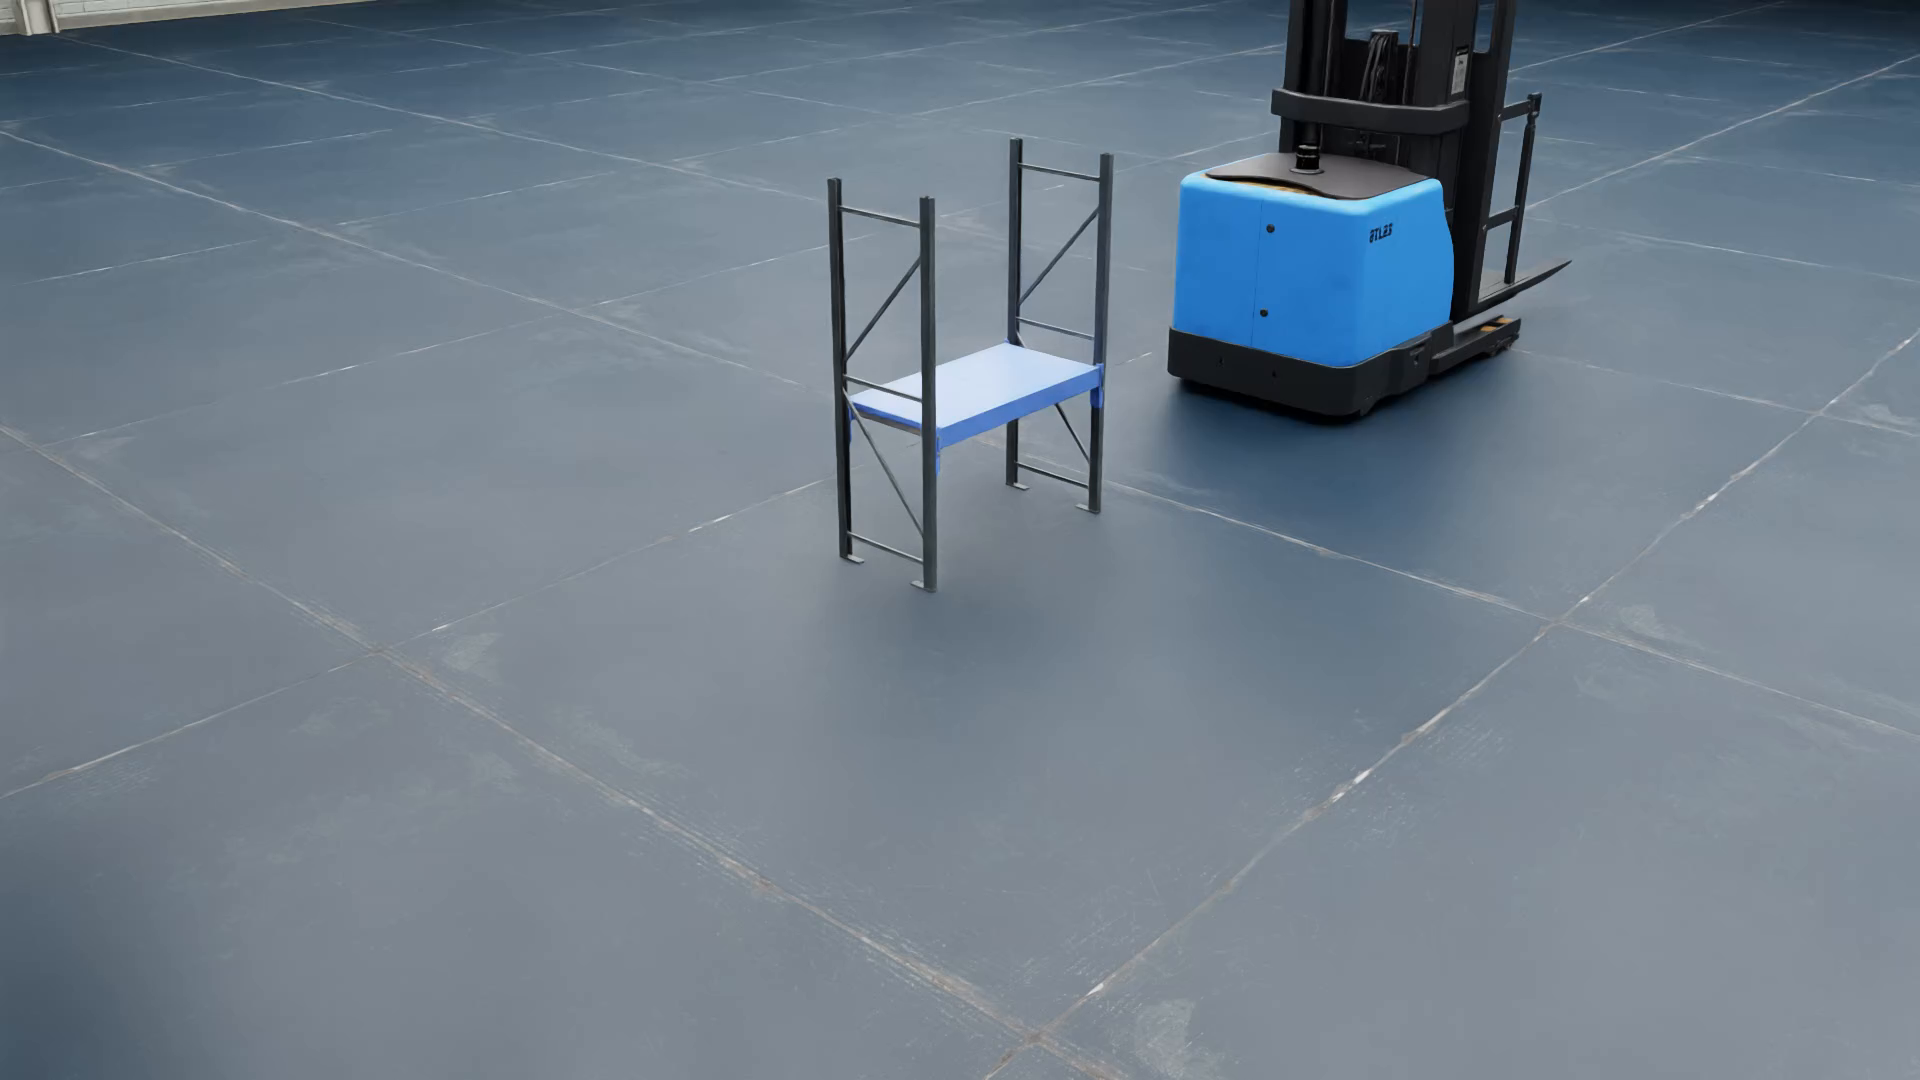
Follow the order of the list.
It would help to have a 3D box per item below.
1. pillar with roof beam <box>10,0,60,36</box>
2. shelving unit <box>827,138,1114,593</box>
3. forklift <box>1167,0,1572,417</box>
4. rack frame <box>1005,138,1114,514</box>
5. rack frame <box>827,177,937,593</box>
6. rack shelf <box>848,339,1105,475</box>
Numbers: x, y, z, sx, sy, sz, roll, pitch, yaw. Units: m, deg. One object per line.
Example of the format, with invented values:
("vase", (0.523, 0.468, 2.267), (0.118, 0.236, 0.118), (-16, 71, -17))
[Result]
("pillar with roof beam", (-8.484, -9.365, 16.638), (9.100, 9.000, 0.400), (20, 31, 38))
("shelving unit", (0.057, -0.710, 6.501), (0.538, 1.500, 1.048), (20, 31, 38))
("forklift", (2.413, -2.447, 8.626), (1.130, 2.935, 3.031), (20, 31, 37))
("rack frame", (0.396, -0.865, 6.847), (0.500, 1.500, 0.032), (20, 31, 38))
("rack frame", (-0.282, -0.555, 6.156), (0.500, 1.500, 0.032), (20, 31, 38))
("rack shelf", (0.057, -0.546, 6.575), (0.538, 0.185, 1.000), (20, 31, 38))
